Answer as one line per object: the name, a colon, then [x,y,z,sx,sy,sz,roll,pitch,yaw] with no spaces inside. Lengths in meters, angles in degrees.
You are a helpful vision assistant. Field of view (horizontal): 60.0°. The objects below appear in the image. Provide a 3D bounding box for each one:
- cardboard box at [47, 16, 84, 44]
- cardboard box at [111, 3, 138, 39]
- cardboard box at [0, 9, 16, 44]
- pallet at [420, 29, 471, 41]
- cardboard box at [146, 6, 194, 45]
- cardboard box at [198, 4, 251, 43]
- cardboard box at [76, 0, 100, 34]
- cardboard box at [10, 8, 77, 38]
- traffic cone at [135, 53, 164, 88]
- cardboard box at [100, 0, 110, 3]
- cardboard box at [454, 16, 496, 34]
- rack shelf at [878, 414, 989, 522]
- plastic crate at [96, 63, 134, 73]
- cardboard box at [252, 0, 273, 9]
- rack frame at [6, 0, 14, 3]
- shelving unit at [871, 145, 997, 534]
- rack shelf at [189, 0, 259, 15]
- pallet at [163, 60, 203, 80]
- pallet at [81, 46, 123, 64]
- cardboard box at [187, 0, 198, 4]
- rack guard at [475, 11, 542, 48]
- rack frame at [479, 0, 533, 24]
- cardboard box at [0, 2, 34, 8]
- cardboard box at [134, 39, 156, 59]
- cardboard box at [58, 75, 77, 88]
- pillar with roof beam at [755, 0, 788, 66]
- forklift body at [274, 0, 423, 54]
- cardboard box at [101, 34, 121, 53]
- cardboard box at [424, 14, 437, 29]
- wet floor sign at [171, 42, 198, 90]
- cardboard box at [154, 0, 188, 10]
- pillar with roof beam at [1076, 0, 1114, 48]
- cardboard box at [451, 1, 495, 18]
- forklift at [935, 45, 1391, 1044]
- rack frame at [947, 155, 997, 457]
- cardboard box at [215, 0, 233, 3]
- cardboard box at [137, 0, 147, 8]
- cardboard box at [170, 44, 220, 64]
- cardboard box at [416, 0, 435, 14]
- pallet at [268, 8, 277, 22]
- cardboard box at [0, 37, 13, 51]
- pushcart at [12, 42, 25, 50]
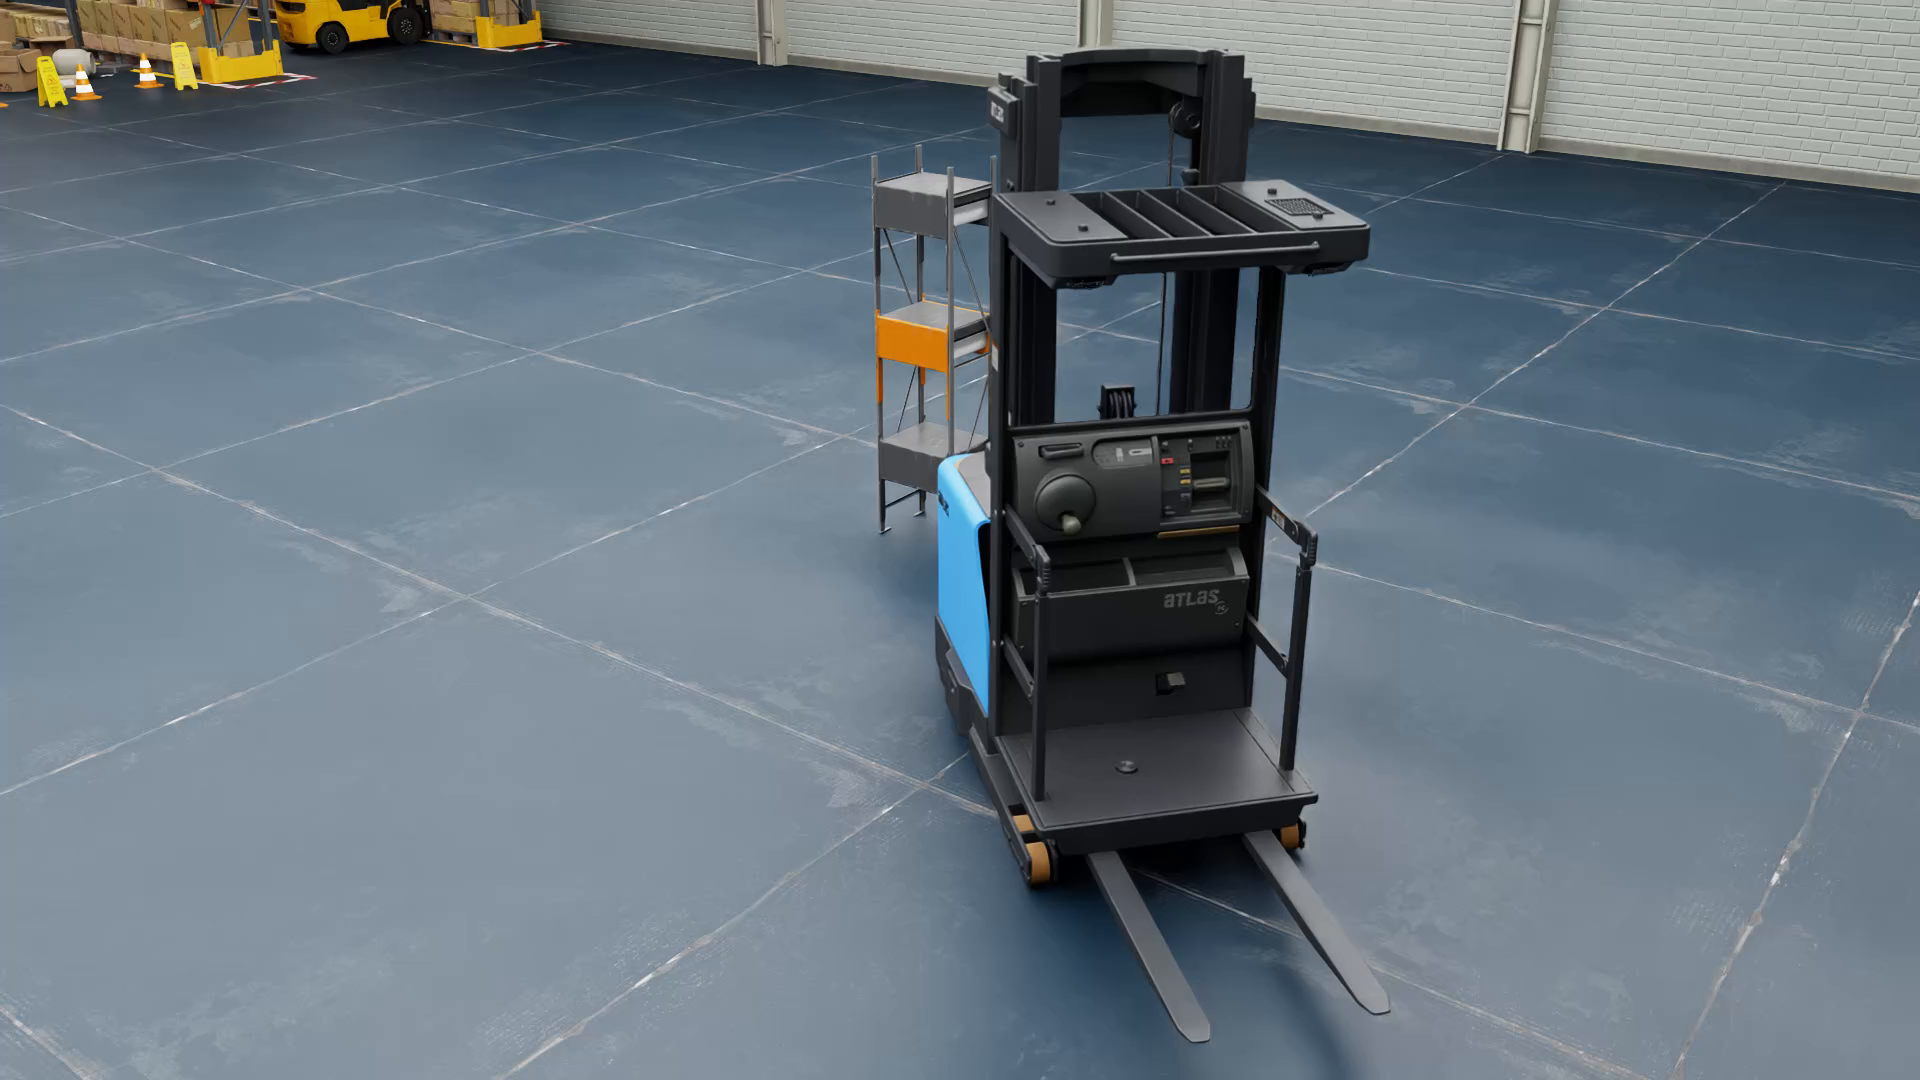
cardboard box: [-14.346,-8.396,27.324,0.625,0.372,0.950,17,29,34]
cardboard box: [-12.765,-8.076,25.819,0.500,0.500,0.500,19,30,36]
cardboard box: [-14.968,-7.901,25.624,0.500,0.500,0.500,17,29,33]
pallet: [-9.359,-9.106,29.655,1.213,0.211,1.003,17,29,33]
cardboard box: [-11.941,-7.825,25.248,0.500,0.500,0.500,18,30,35]
cardboard box: [-11.223,-7.880,25.374,0.500,0.500,0.500,16,28,32]
cardboard box: [-13.615,-8.328,26.390,0.500,0.500,0.500,18,30,36]
cardboard box: [-15.481,-8.736,28.096,0.625,0.372,0.950,18,29,35]
traffic cone: [-11.842,-6.840,24.200,0.334,0.463,0.336,17,29,33]
cardboard box: [-13.138,-8.451,25.865,0.250,0.149,0.380,18,30,35]
cardboard box: [-8.316,-8.861,28.530,0.500,0.250,0.500,17,29,34]
rack shelf: [-0.132,-0.348,9.205,0.480,0.518,0.431,17,29,33]
plastic crate: [-13.160,-7.300,25.719,0.583,0.080,0.402,7,25,15]
cardboard box: [-13.133,-10.645,32.114,0.625,0.625,0.875,18,29,35]
rack frame: [-17.126,-10.248,28.788,0.127,3.000,1.000,17,29,33]
shelving unit: [-0.132,-1.001,8.917,0.503,2.100,0.431,17,29,33]
rack shelf: [-12.325,-8.467,25.640,4.000,0.370,1.077,17,29,33]
pallet: [-11.414,-7.263,25.473,1.213,0.211,1.003,17,29,33]
pallet: [-13.366,-7.853,26.812,1.213,0.211,1.003,17,29,33]
cardboard box: [-12.041,-8.129,25.939,0.500,0.500,0.500,17,29,34]
rack guard: [-7.731,-8.766,28.525,0.348,0.500,1.175,17,29,33]
rack frame: [-7.750,-9.915,28.034,0.127,3.000,1.000,17,29,33]
cardboard box: [-16.680,-9.097,28.916,0.625,0.372,0.950,15,28,30]
cardboard box: [-12.364,-7.608,25.687,0.500,0.250,0.500,16,28,31]
cardboard box: [-12.984,-6.674,24.212,0.380,0.149,0.250,-10,26,-21]
pillar with roof beam: [-5.548,-10.280,21.421,0.400,9.000,9.100,17,29,33]
forklift body: [-10.362,-9.397,27.910,1.214,2.155,2.313,17,29,33]
cardboard box: [-13.181,-7.859,26.256,0.500,0.250,0.500,19,30,36]
cardboard box: [-9.103,-9.108,29.091,0.500,0.250,0.500,17,29,34]
wet floor sign: [-11.214,-6.845,23.984,0.267,0.644,0.232,-15,28,-30]
cardboard box: [-11.856,-8.064,24.986,0.250,0.149,0.380,18,29,35]
pillar with roof beam: [-0.746,-8.829,18.128,0.400,9.000,9.100,17,29,33]
cardboard box: [-8.327,-9.095,28.441,0.500,0.250,0.500,16,29,33]
forklift: [0.711,-0.202,6.073,1.130,2.935,3.031,-5,24,-12]
rack frame: [0.063,-0.942,8.784,0.015,2.100,0.400,17,29,33]
cardboard box: [-14.619,-10.931,32.919,0.500,0.500,0.500,18,29,35]
cardboard box: [-12.265,-8.190,25.272,0.250,0.149,0.380,18,30,35]
cardboard box: [-11.552,-7.361,25.127,0.500,0.250,0.500,17,29,33]
cardboard box: [-9.148,-9.338,28.992,0.500,0.250,0.500,16,28,32]
pallet: [-12.544,-10.067,31.836,1.213,0.211,1.003,17,29,33]
cardboard box: [-14.401,-7.064,24.490,0.503,0.637,0.797,17,29,33]
pushcart: [-15.252,-7.333,25.424,0.936,0.377,1.648,7,25,15]
